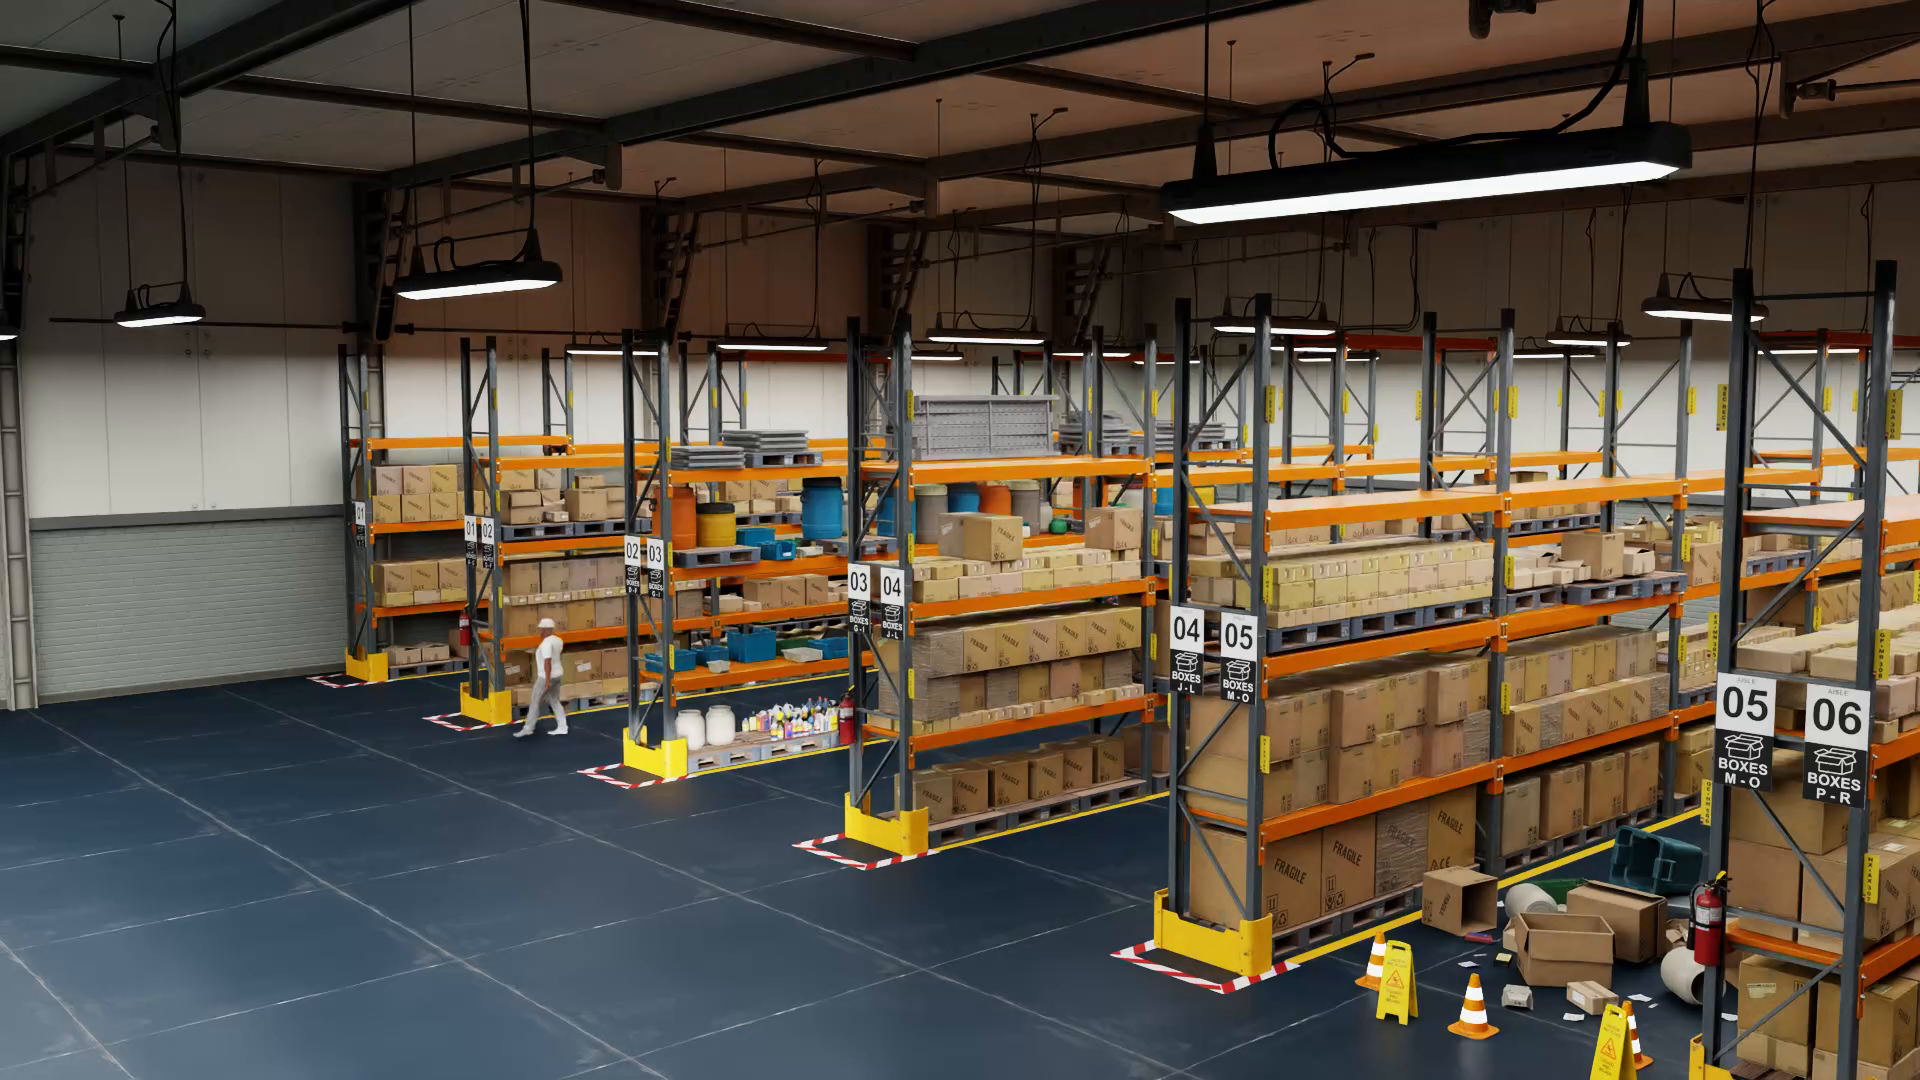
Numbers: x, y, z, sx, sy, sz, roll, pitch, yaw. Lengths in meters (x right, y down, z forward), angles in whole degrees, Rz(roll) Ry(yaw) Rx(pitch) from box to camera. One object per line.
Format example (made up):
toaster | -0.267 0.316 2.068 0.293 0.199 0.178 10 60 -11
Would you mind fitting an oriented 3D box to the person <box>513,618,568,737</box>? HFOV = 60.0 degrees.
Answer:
person | -6.251 2.052 24.944 0.736 1.757 0.659 1 5 13
